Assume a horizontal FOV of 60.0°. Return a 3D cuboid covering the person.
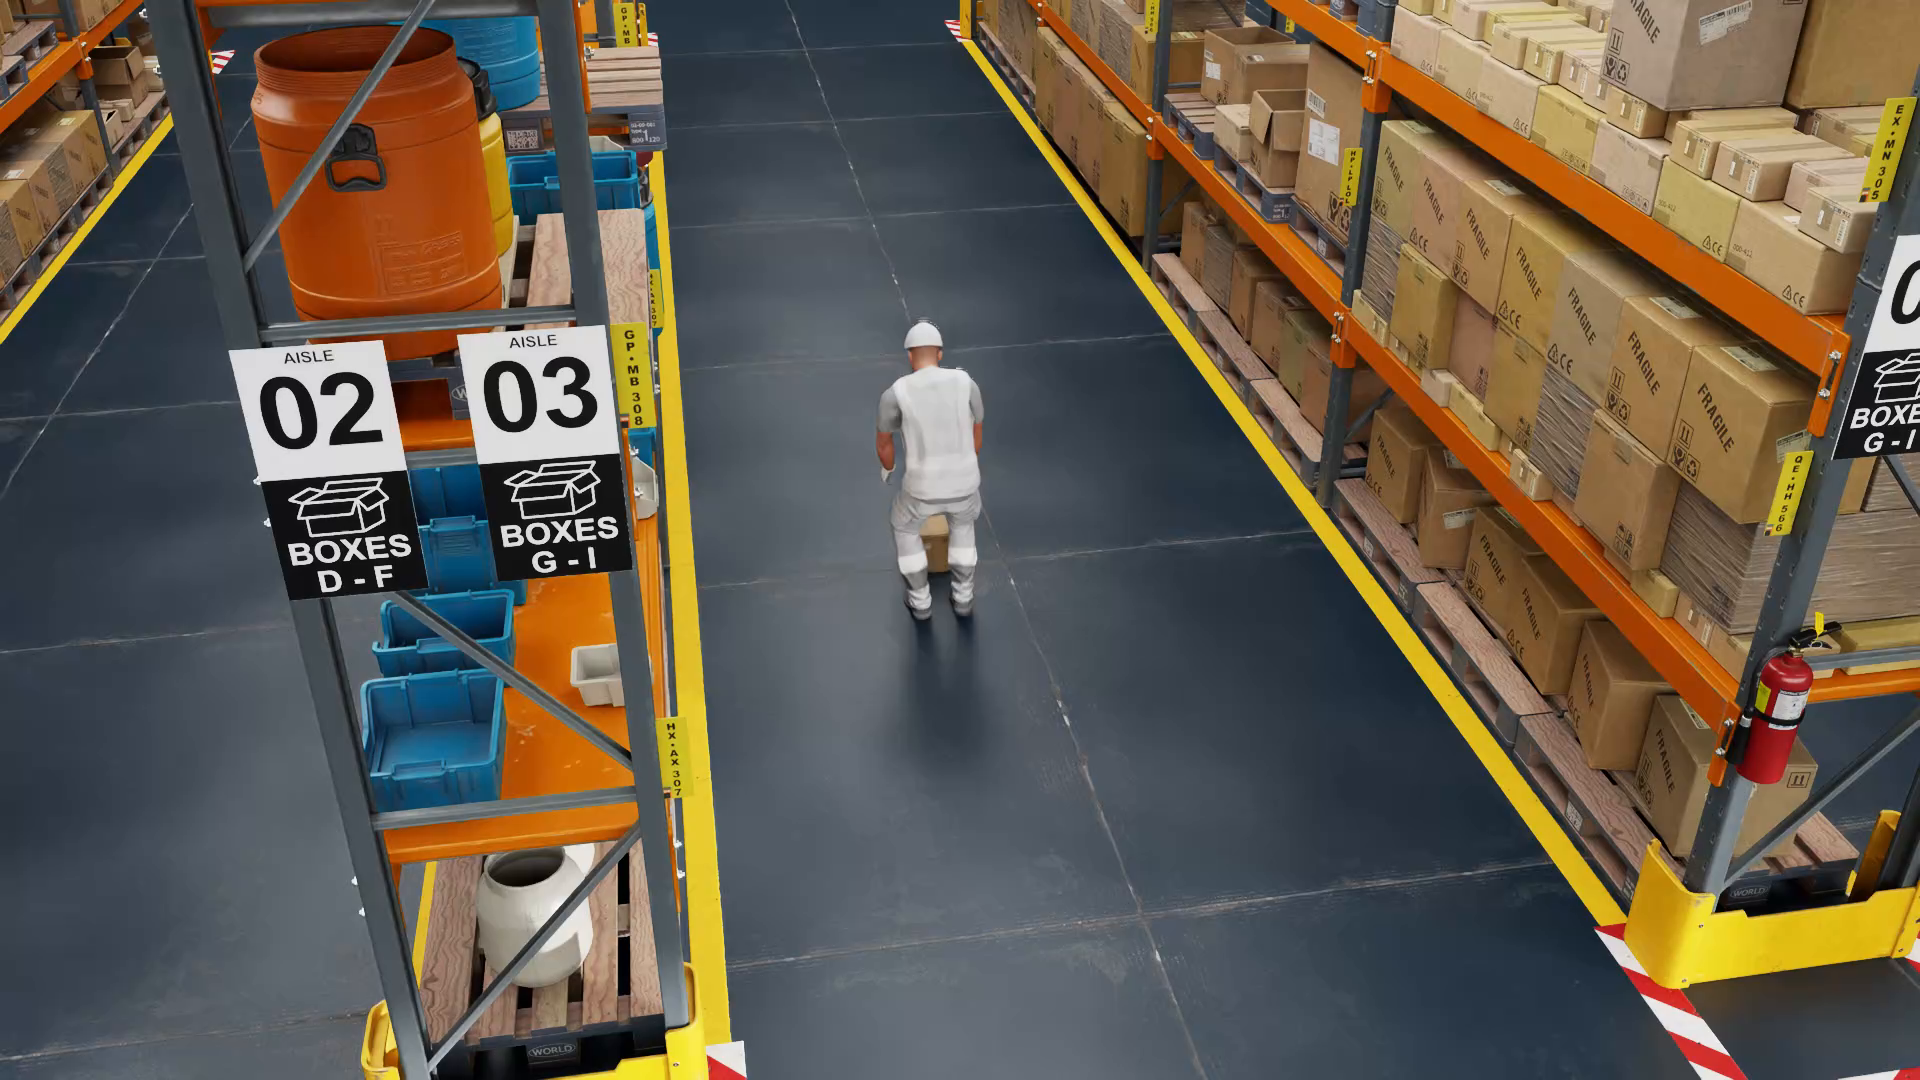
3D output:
[{"bbox_3d":[-0.157,-0.345,8.888,0.570,1.604,0.624,-5,31,-8],"label":"person"}]
